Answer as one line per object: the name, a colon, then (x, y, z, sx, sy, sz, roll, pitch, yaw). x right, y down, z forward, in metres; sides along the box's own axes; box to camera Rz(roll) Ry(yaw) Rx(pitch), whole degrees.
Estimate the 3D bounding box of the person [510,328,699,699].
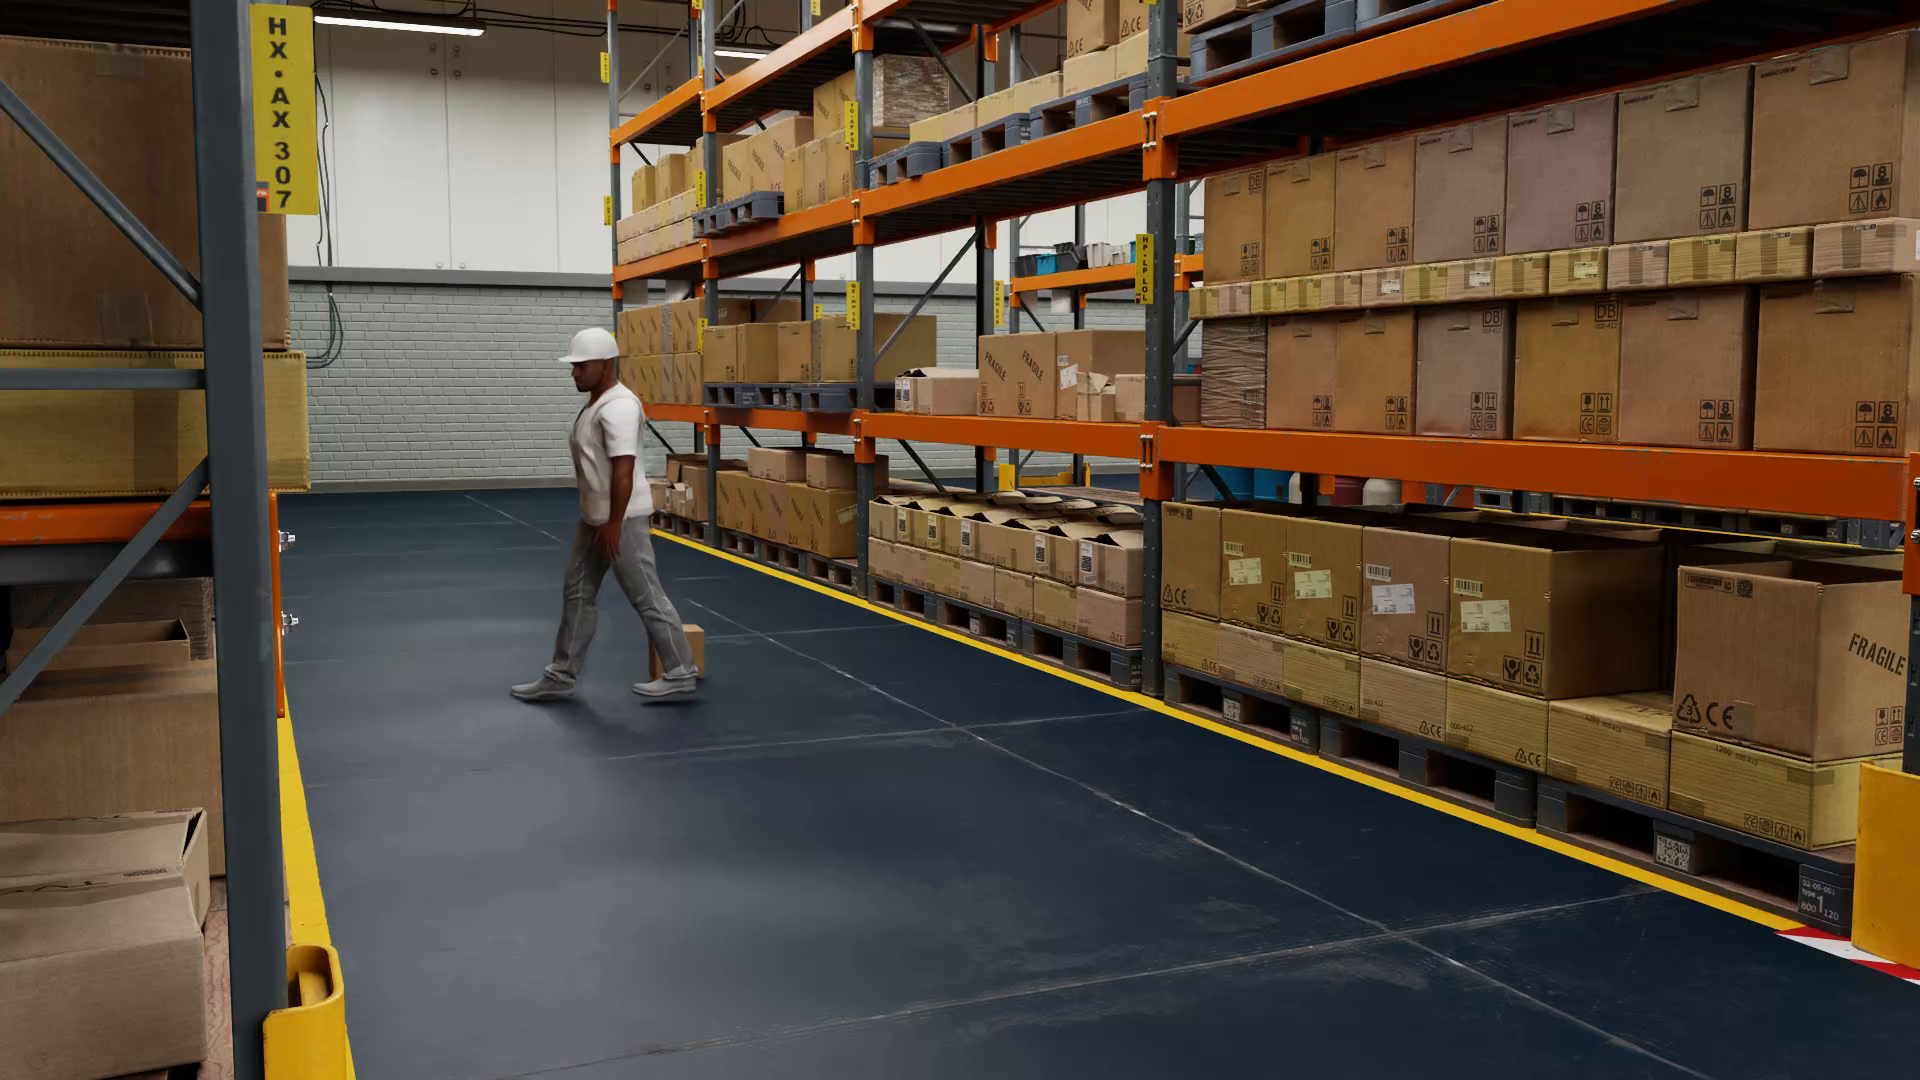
person: (-1.654, -0.114, 7.766, 0.835, 1.741, 0.620, -2, 6, -25)
